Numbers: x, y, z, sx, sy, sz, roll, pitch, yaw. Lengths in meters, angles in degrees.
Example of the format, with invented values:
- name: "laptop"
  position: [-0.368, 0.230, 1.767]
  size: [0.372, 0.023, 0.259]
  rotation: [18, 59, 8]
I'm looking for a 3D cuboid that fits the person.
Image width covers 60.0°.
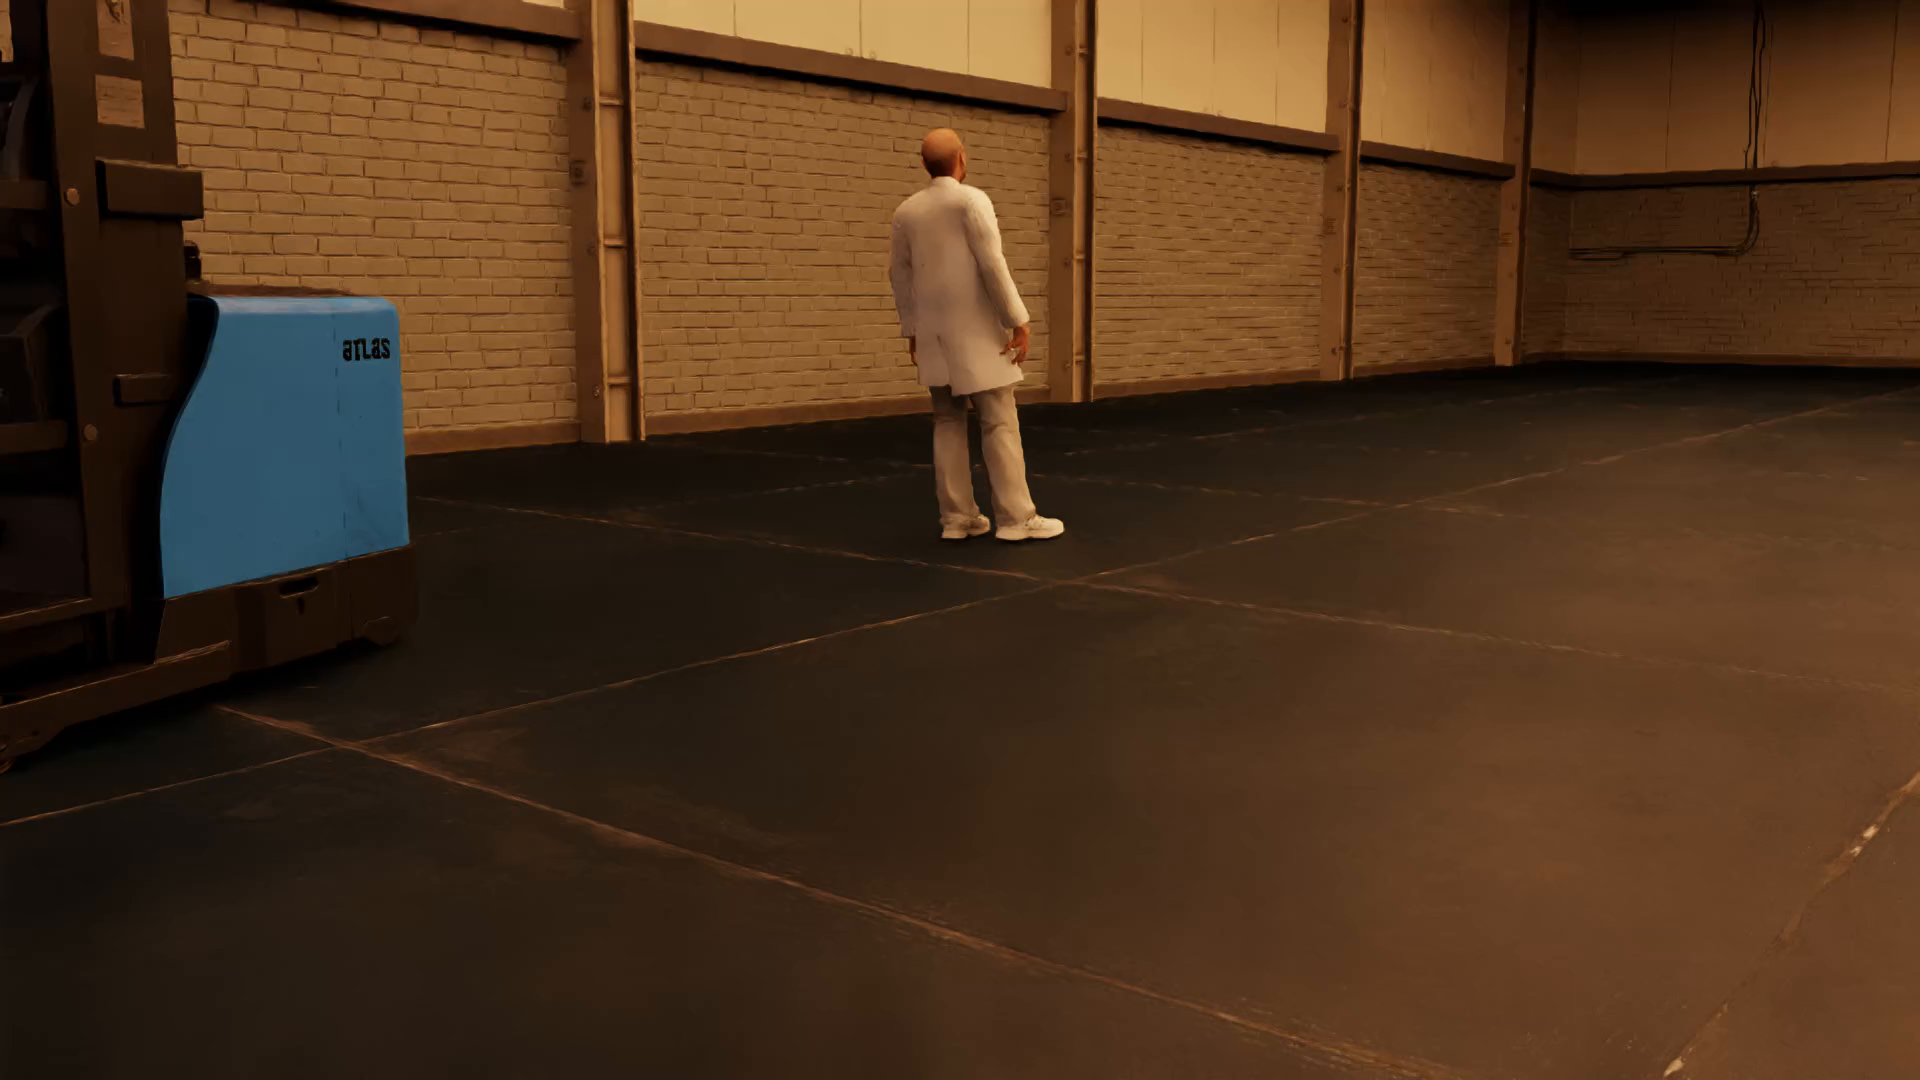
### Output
- name: "person"
  position: [0.061, -0.897, 7.342]
  size: [0.694, 1.776, 0.579]
  rotation: [7, 11, 38]

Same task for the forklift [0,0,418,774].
- name: "forklift"
  position: [-2.654, -0.954, 3.802]
  size: [1.130, 2.935, 3.031]
  rotation: [3, 9, 19]
